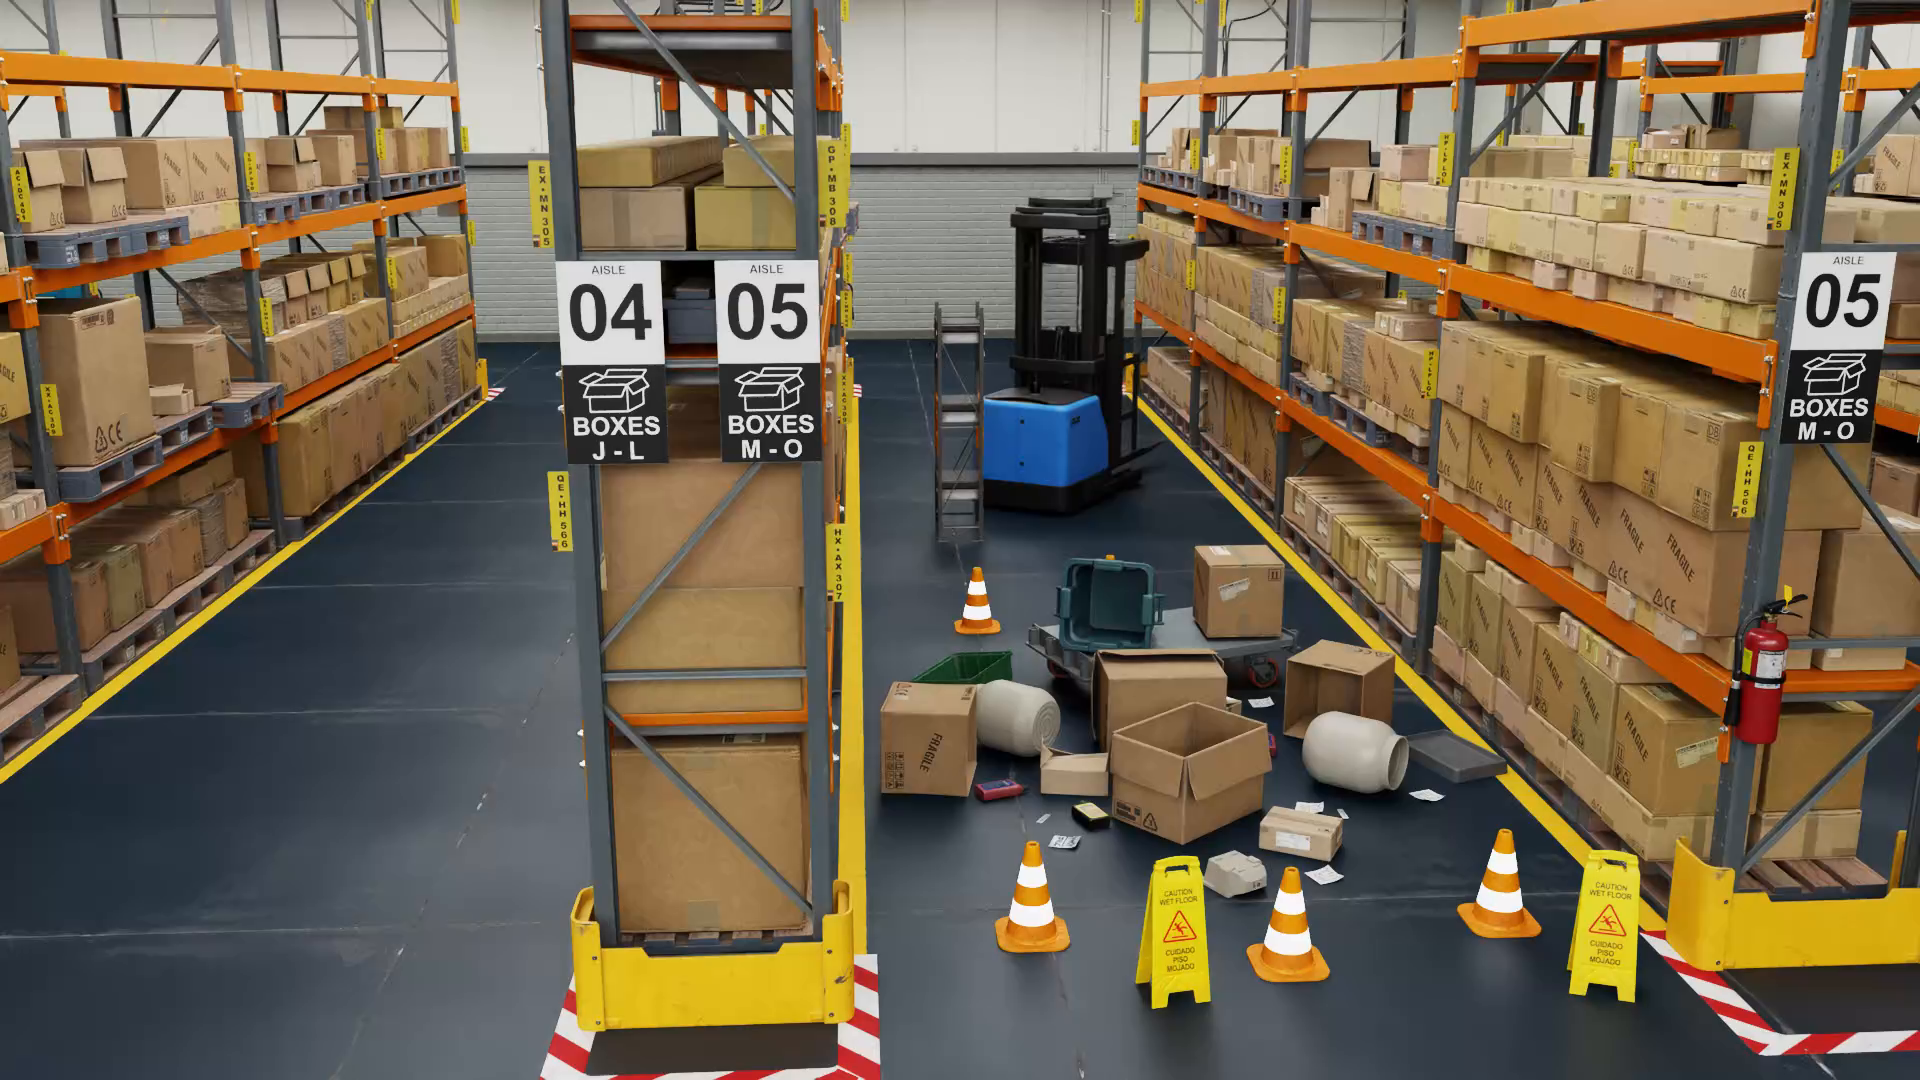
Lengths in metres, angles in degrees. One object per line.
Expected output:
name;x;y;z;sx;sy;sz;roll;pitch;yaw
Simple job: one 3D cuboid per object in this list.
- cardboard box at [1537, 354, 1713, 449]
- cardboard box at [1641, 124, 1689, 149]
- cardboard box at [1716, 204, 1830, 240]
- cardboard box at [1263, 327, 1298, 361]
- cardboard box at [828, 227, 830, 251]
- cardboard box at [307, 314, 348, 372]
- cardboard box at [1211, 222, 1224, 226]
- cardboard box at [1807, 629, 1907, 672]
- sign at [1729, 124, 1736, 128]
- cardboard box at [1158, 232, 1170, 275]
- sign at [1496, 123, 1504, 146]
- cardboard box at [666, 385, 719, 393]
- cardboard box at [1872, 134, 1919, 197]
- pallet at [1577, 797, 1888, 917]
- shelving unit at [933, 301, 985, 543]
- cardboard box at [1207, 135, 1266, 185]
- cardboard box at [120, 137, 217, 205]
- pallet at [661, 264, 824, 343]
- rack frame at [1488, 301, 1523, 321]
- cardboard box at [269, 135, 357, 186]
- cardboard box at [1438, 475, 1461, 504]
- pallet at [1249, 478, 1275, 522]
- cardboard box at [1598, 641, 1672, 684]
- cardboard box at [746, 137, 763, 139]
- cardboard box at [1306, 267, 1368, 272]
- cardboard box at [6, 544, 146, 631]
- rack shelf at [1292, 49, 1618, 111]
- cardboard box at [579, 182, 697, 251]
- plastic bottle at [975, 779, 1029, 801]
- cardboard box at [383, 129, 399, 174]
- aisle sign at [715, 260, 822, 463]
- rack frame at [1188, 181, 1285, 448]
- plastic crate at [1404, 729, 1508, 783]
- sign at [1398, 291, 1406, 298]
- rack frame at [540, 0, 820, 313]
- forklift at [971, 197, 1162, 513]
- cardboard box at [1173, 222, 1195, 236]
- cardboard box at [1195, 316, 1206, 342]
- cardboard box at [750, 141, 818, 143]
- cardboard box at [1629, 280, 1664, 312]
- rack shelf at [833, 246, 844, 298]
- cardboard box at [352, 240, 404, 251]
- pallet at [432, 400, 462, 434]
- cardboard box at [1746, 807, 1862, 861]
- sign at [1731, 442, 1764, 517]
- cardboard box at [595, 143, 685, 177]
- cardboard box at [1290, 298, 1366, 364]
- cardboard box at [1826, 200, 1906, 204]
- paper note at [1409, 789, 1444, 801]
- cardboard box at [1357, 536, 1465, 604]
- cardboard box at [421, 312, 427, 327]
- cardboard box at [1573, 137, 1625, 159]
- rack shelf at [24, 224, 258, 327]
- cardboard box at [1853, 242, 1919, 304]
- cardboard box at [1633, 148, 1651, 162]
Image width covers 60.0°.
cardboard box;3.589;-0.722;9.009;0.700;0.500;0.500;-1;14;-4
cardboard box;7.769;-4.454;18.328;0.396;0.266;0.258;-1;14;-4
cardboard box;3.596;-1.406;7.355;0.380;0.149;0.250;-1;14;-2
cardboard box;3.109;-1.820;15.378;0.500;0.250;0.500;-1;14;-4
cardboard box;-0.841;-1.493;8.250;0.380;0.149;0.250;-1;14;-3
cardboard box;-6.355;-1.934;16.324;0.500;0.500;0.500;-1;14;-3
cardboard box;3.256;-3.775;20.169;0.380;0.149;0.250;-1;14;-4
cardboard box;4.074;0.490;7.608;0.380;0.149;0.250;-1;14;-3
sign;8.653;-4.510;18.686;0.100;0.325;0.005;-1;14;-3
cardboard box;2.753;-3.552;20.605;0.500;0.500;0.500;-1;14;-3
sign;7.310;-5.469;22.487;0.100;0.325;0.005;-1;14;-3
cardboard box;-1.218;-0.538;8.629;0.875;0.550;0.500;-1;14;-3
cardboard box;8.149;-3.181;14.104;0.500;0.500;0.500;-1;14;-3
pallet;3.869;1.585;8.444;1.003;0.211;1.213;-1;14;-3
shelving unit;-0.010;-1.058;14.925;0.431;2.100;0.503;-1;14;-3
cardboard box;2.910;-4.010;17.527;0.500;0.500;0.500;-1;14;-4
cardboard box;-6.176;-2.882;12.984;0.500;0.500;0.500;-1;14;-4
pallet;-1.102;-1.037;7.195;1.003;0.211;1.213;-1;14;-3
rack frame;7.851;-3.601;23.003;1.000;3.000;0.127;-1;14;-3
cardboard box;-6.700;-3.936;17.242;0.700;0.500;0.500;-1;14;-2
cardboard box;3.340;-0.334;10.810;0.380;0.149;0.250;-1;14;-4
pallet;3.419;-0.381;16.083;1.003;0.211;1.213;-1;14;-3
cardboard box;3.489;0.621;8.461;0.380;0.149;0.250;0;14;-2
cardboard box;-1.824;-3.747;16.500;0.797;0.503;0.637;-1;14;-4
cardboard box;3.566;-2.316;15.802;0.500;0.500;0.500;-1;14;-3
cardboard box;-6.277;0.339;11.821;0.700;0.500;0.500;-1;14;-4
rack shelf;3.517;-3.400;12.427;1.077;0.370;4.000;-1;14;-3
cardboard box;-1.355;-1.336;6.841;0.500;0.250;0.500;-1;14;-3
plastic bottle;0.239;1.411;9.419;0.283;0.061;0.133;-6;16;-23
cardboard box;-6.883;-4.456;19.062;0.700;0.500;0.500;0;14;-1
aisle sign;-0.742;-0.689;6.467;0.394;0.787;0.004;-1;14;-3
rack frame;3.145;-2.529;18.835;1.000;3.000;0.127;-1;14;-3
plastic crate;2.920;1.278;9.899;0.402;0.080;0.583;-6;16;-23
sign;3.934;-2.067;14.876;0.100;0.325;0.005;-1;14;-3
rack frame;-1.046;-2.348;6.094;1.000;3.000;0.127;-1;14;-3
forklift;1.237;-2.003;16.928;1.130;2.935;3.031;7;16;27
cardboard box;2.792;-3.766;20.135;0.380;0.149;0.250;-1;14;-5
cardboard box;2.909;-2.343;18.413;0.500;0.250;0.500;-1;14;-5
cardboard box;-0.826;-1.816;7.905;0.380;0.149;0.250;-1;14;-4
cardboard box;3.545;-1.213;8.206;0.380;0.149;0.250;-1;14;-4
rack shelf;-1.417;-2.039;12.357;1.077;0.370;4.000;-1;14;-3
cardboard box;-7.164;-3.429;20.531;0.500;0.500;0.500;-1;14;-5
pallet;-6.793;-1.520;20.510;1.003;0.211;1.213;-1;14;-3
cardboard box;4.115;1.379;8.322;0.500;0.250;0.500;-1;14;-4
sign;3.334;-0.255;7.038;0.100;0.325;0.005;-1;14;-3
cardboard box;-1.467;-1.743;7.621;0.380;0.149;0.250;-1;14;-3
cardboard box;3.190;-1.814;14.418;0.500;0.500;0.500;-1;14;-5
cardboard box;4.085;-1.479;7.638;0.380;0.149;0.250;-1;14;-3
paper note;2.638;1.436;9.384;0.142;0.019;0.148;-6;16;-23
cardboard box;3.558;0.221;12.579;0.950;0.372;0.625;0;14;0
cardboard box;-6.499;-2.593;19.587;0.380;0.149;0.250;-1;14;-4
cardboard box;7.764;-4.747;20.136;0.500;0.250;0.500;-1;14;-2
rack shelf;-6.374;-1.988;12.157;1.077;0.370;4.000;-1;14;-3
cardboard box;4.124;-1.198;7.346;0.500;0.250;0.500;-1;14;-4
cardboard box;7.680;-4.252;18.377;0.380;0.149;0.250;0;14;-2
